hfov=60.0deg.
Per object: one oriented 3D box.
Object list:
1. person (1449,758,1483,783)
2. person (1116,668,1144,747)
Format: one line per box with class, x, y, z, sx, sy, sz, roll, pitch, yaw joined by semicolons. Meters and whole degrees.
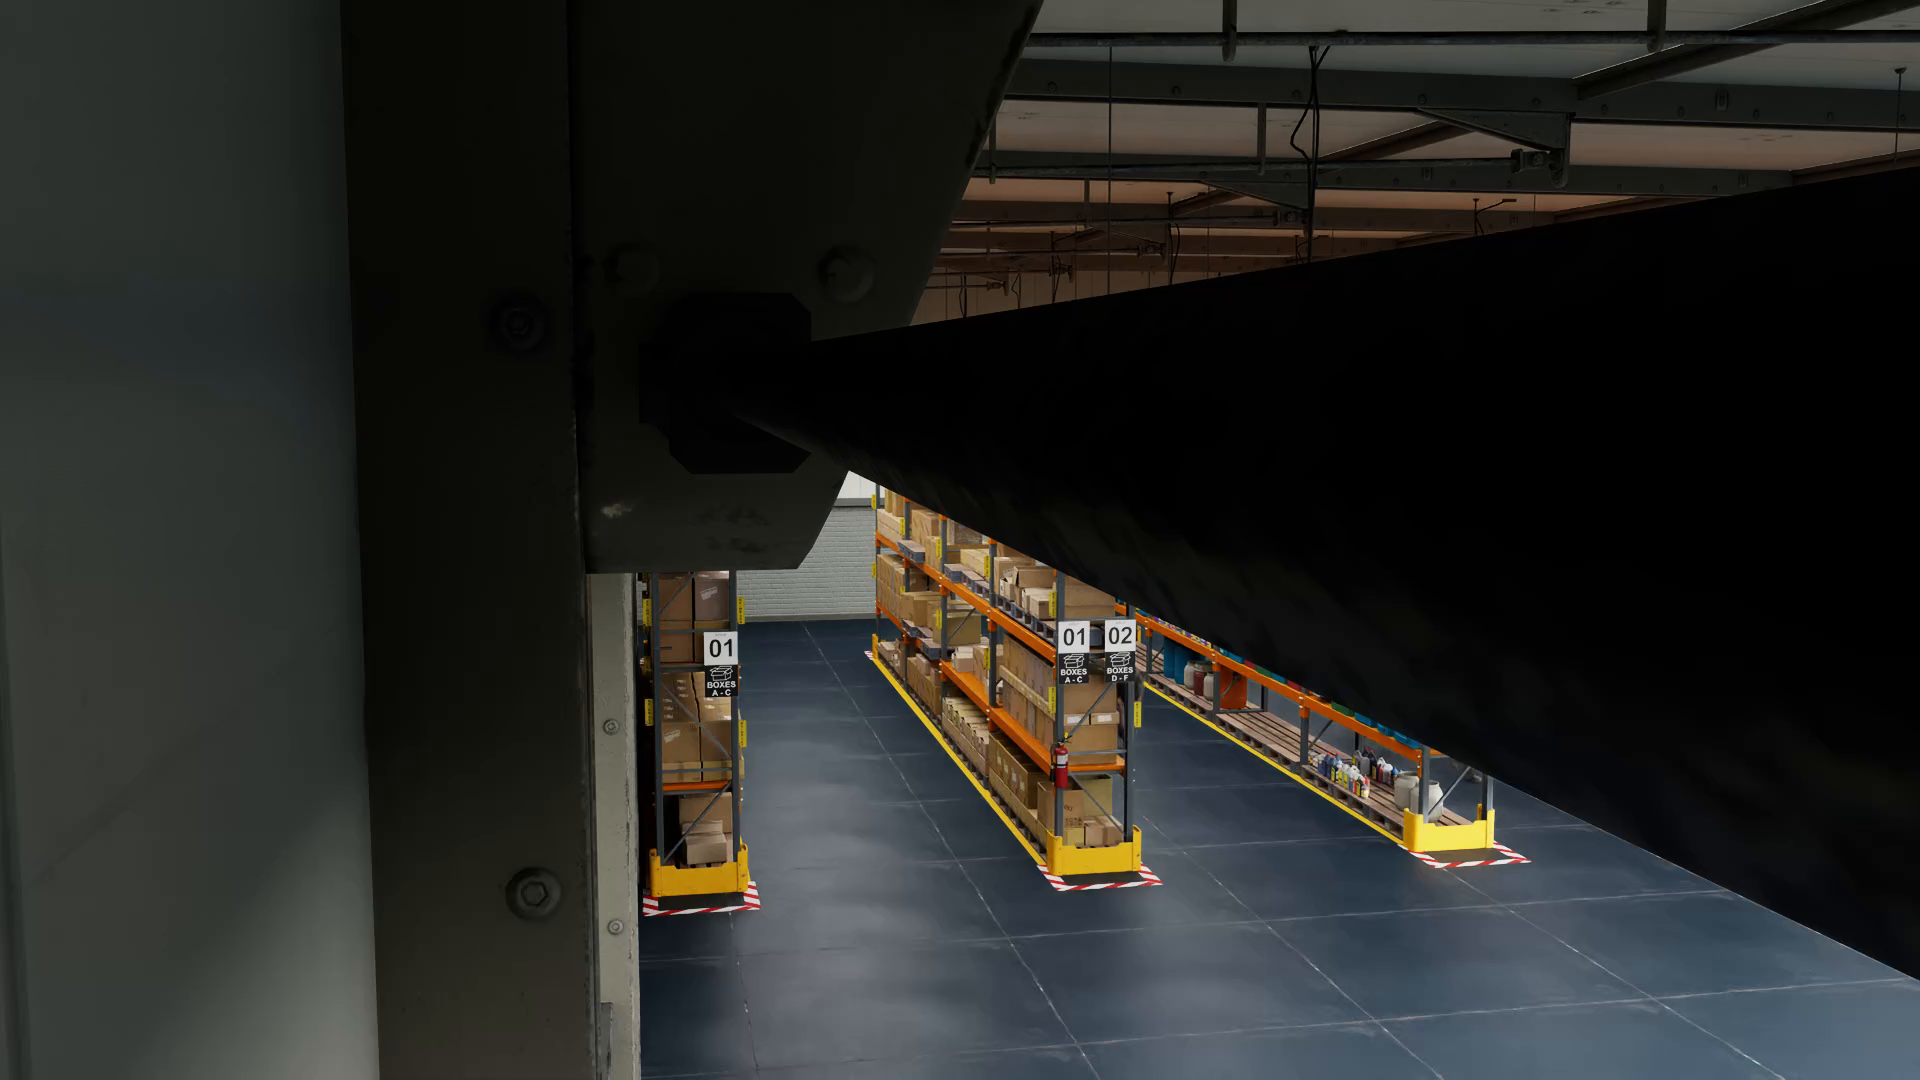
person;7.903;2.845;25.698;0.724;1.735;0.689;-3;6;-24
person;2.696;2.711;27.392;0.678;1.697;0.765;-1;6;-14
